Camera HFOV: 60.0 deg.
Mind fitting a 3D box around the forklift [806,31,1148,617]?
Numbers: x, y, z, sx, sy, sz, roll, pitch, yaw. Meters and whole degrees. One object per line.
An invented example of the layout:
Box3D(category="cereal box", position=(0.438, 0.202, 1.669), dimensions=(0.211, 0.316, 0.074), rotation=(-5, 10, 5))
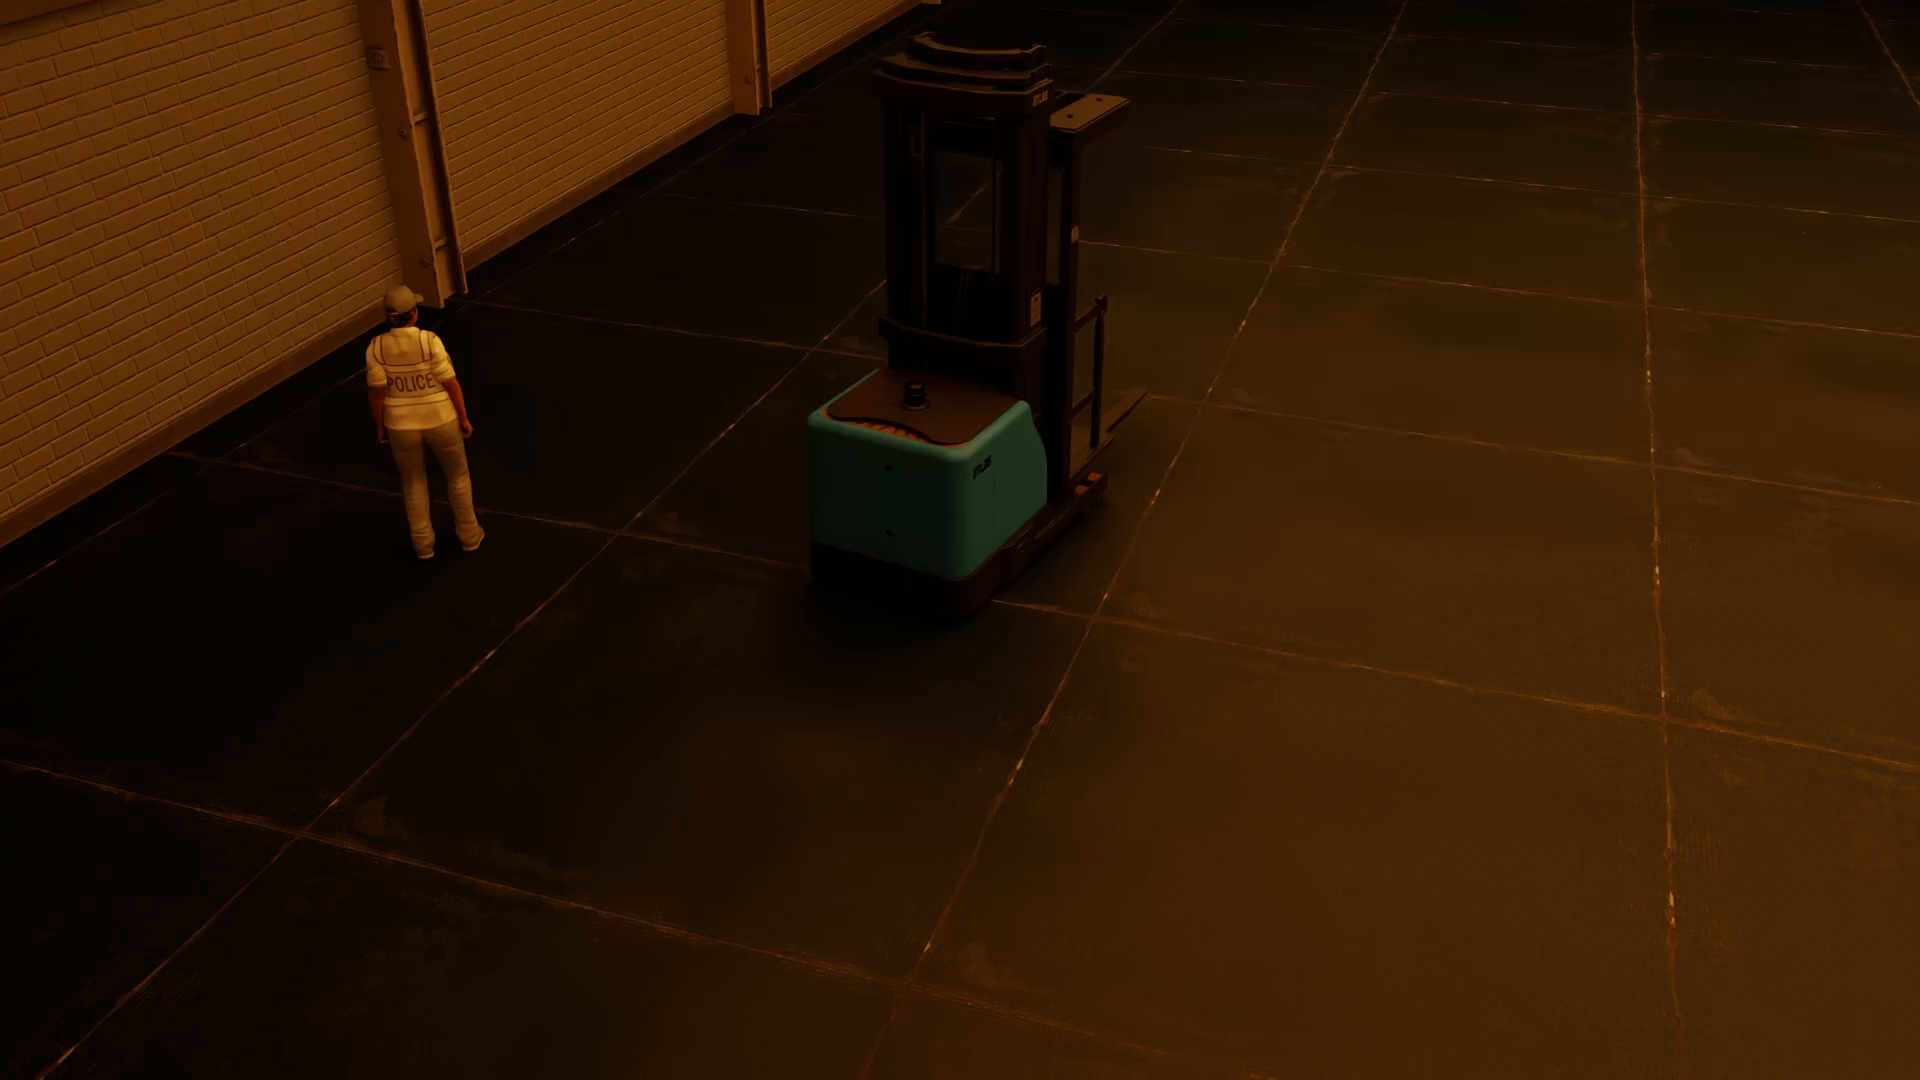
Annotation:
Box3D(category="forklift", position=(0.281, -1.546, 9.849), dimensions=(1.130, 2.935, 3.031), rotation=(15, 33, 24))

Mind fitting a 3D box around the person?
Box3D(category="person", position=(-3.098, -0.676, 9.606), dimensions=(0.536, 1.667, 0.396), rotation=(-6, 30, -10))
